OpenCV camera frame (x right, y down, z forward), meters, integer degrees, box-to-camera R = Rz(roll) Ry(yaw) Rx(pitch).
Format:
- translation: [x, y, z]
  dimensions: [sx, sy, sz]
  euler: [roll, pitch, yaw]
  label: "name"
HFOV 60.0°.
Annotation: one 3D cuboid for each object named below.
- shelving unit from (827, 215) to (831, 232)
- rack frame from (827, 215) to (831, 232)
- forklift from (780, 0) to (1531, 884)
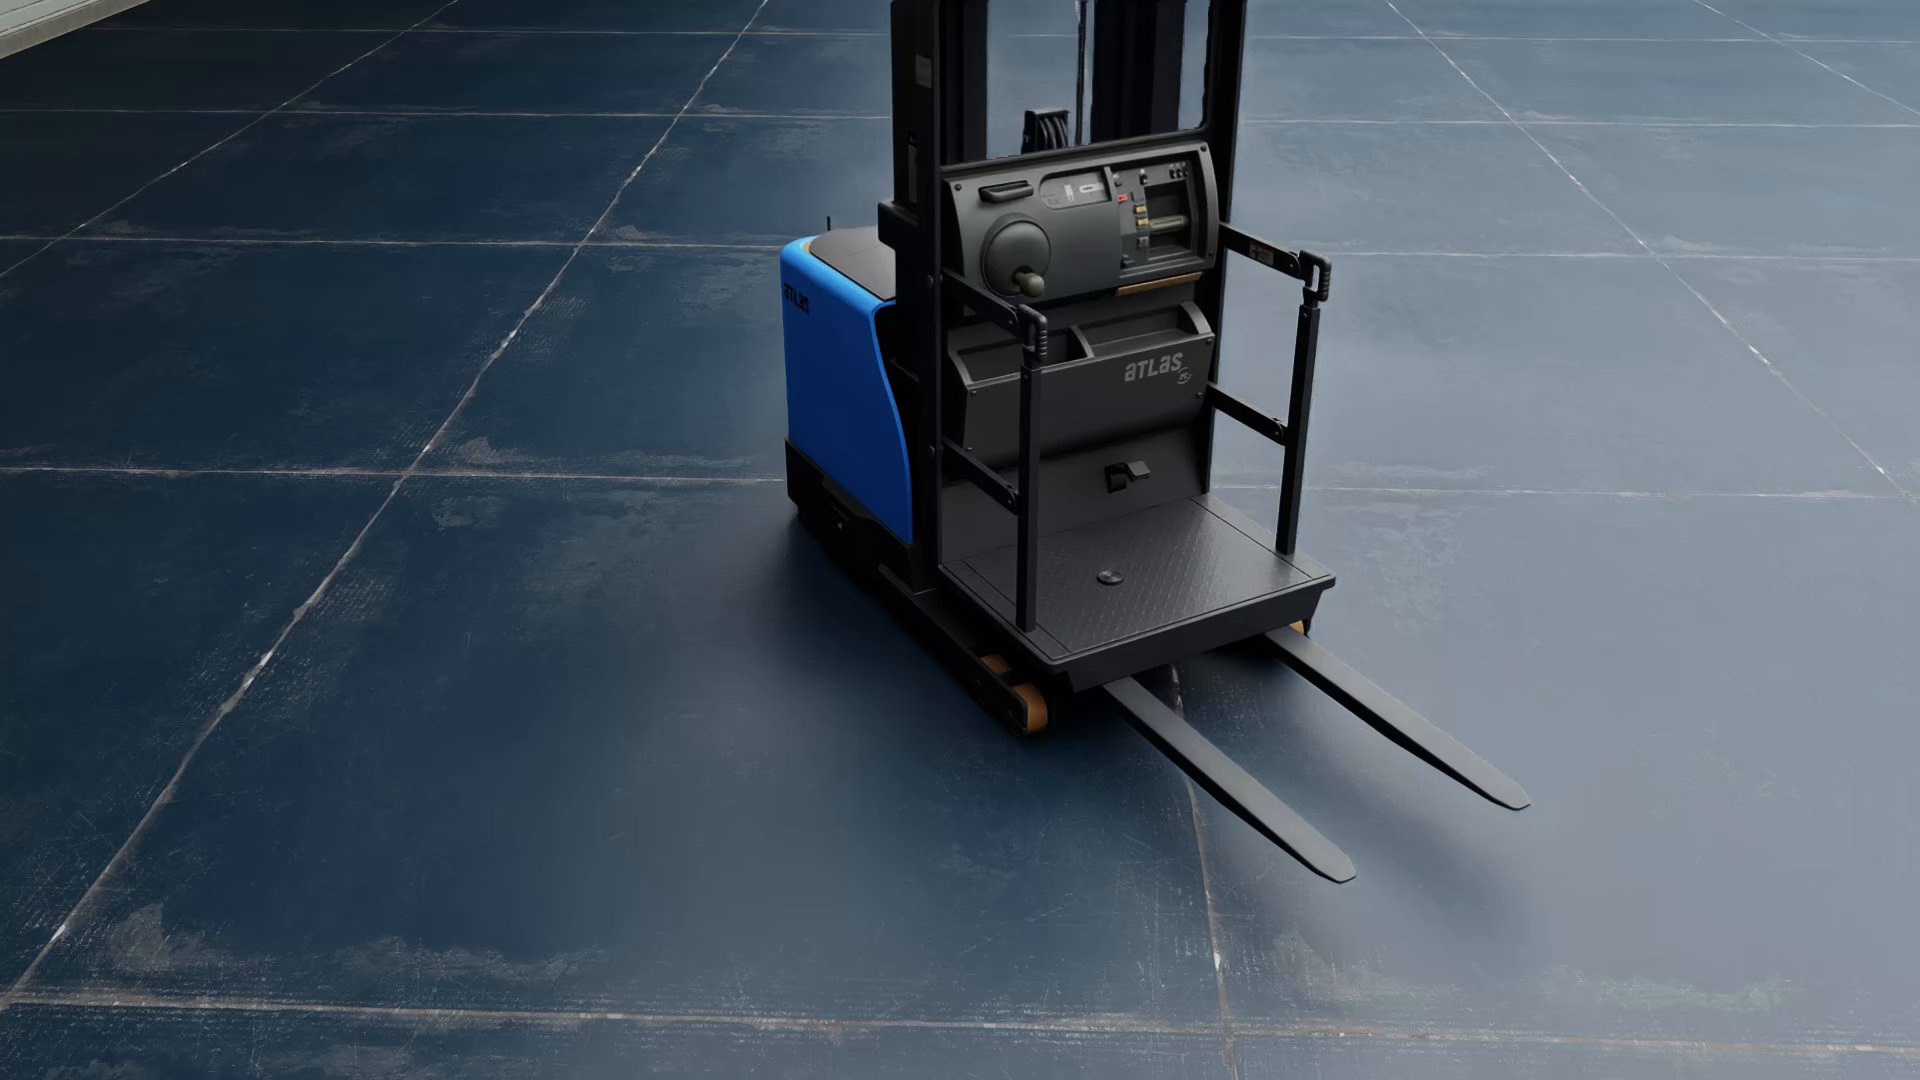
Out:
- translation: [-0.349, -0.761, 6.565]
  dimensions: [0.252, 1.050, 0.215]
  euler: [-15, 31, -26]
  label: "shelving unit"
- translation: [-0.456, -0.733, 6.512]
  dimensions: [0.008, 1.050, 0.200]
  euler: [-15, 31, -26]
  label: "rack frame"
- translation: [0.496, -0.935, 4.884]
  dimensions: [1.130, 2.935, 3.031]
  euler: [-15, 31, -26]
  label: "forklift"
